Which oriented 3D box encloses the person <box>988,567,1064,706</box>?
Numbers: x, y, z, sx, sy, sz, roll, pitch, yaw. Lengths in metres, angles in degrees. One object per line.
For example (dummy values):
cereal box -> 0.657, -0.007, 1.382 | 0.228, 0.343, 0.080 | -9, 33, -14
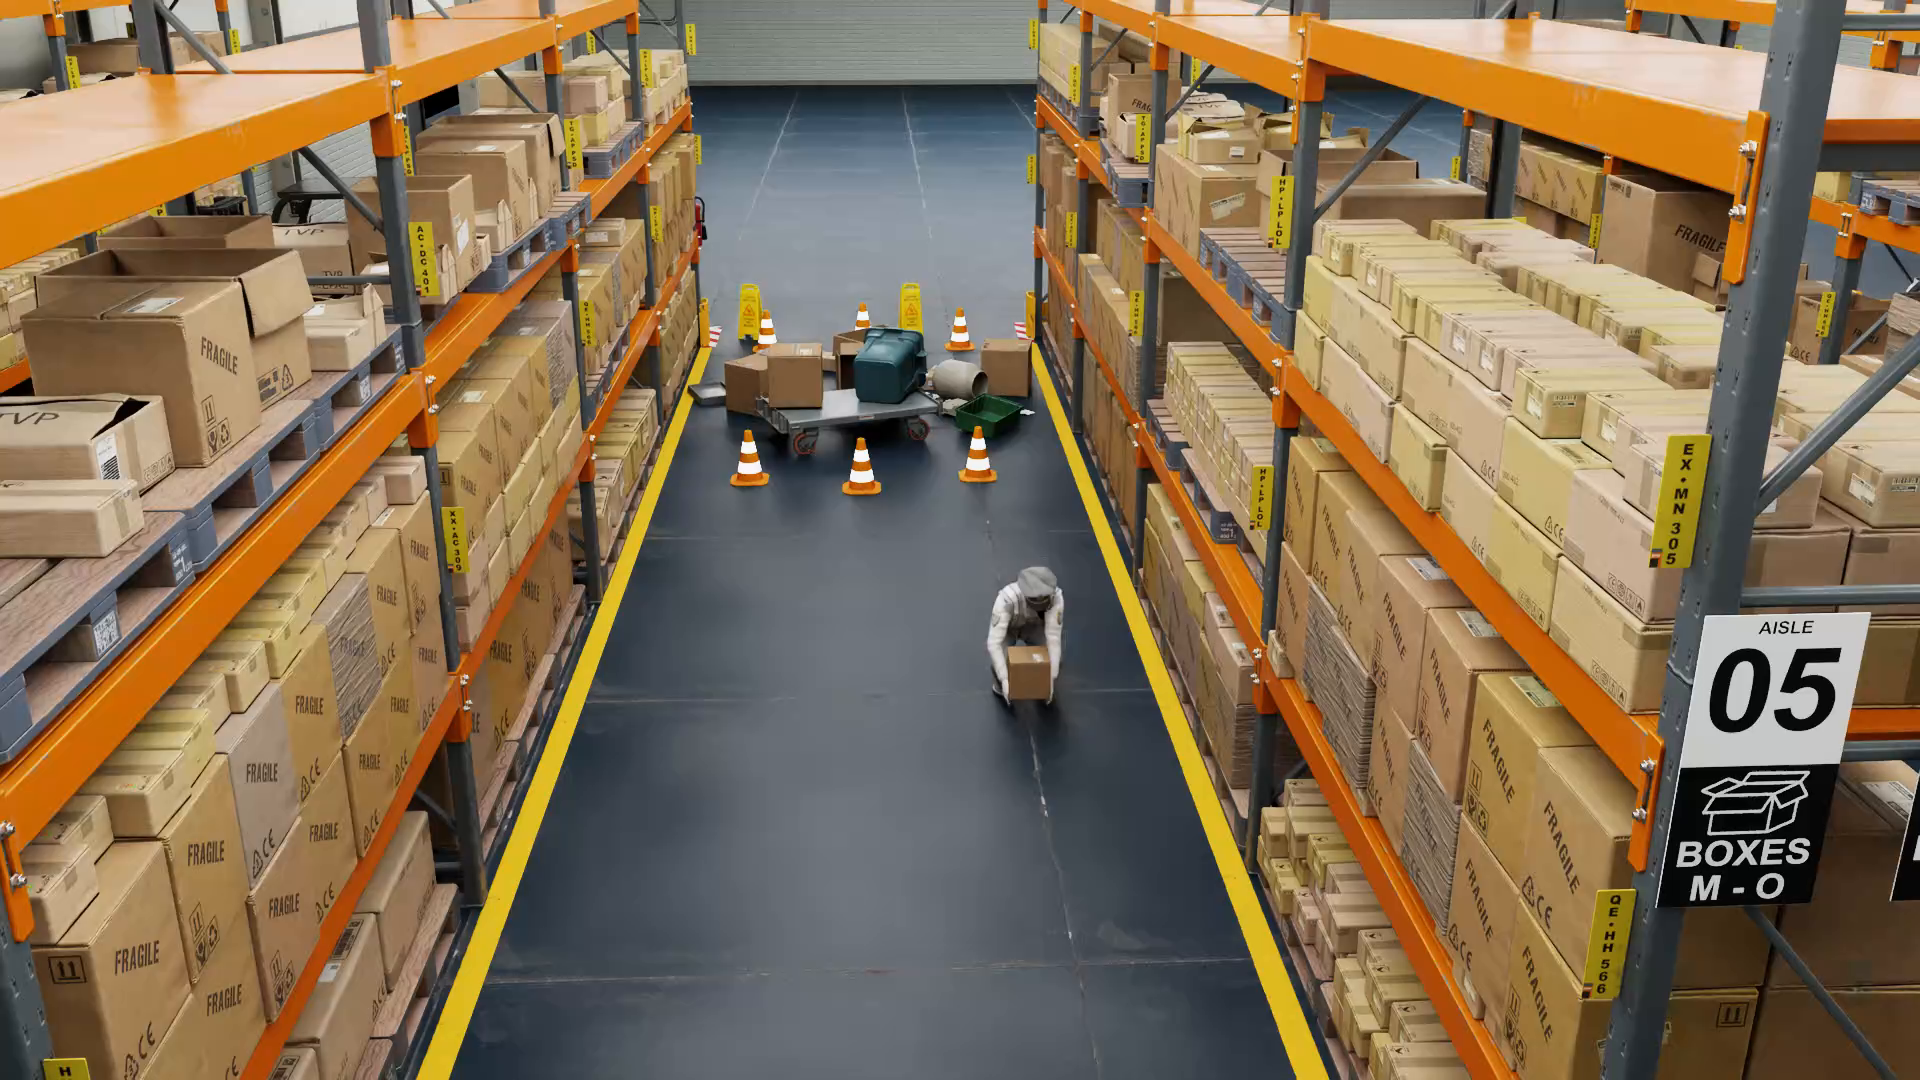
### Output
person -> 0.408, 0.571, 10.569 | 0.491, 0.969, 0.828 | -1, 21, -4
